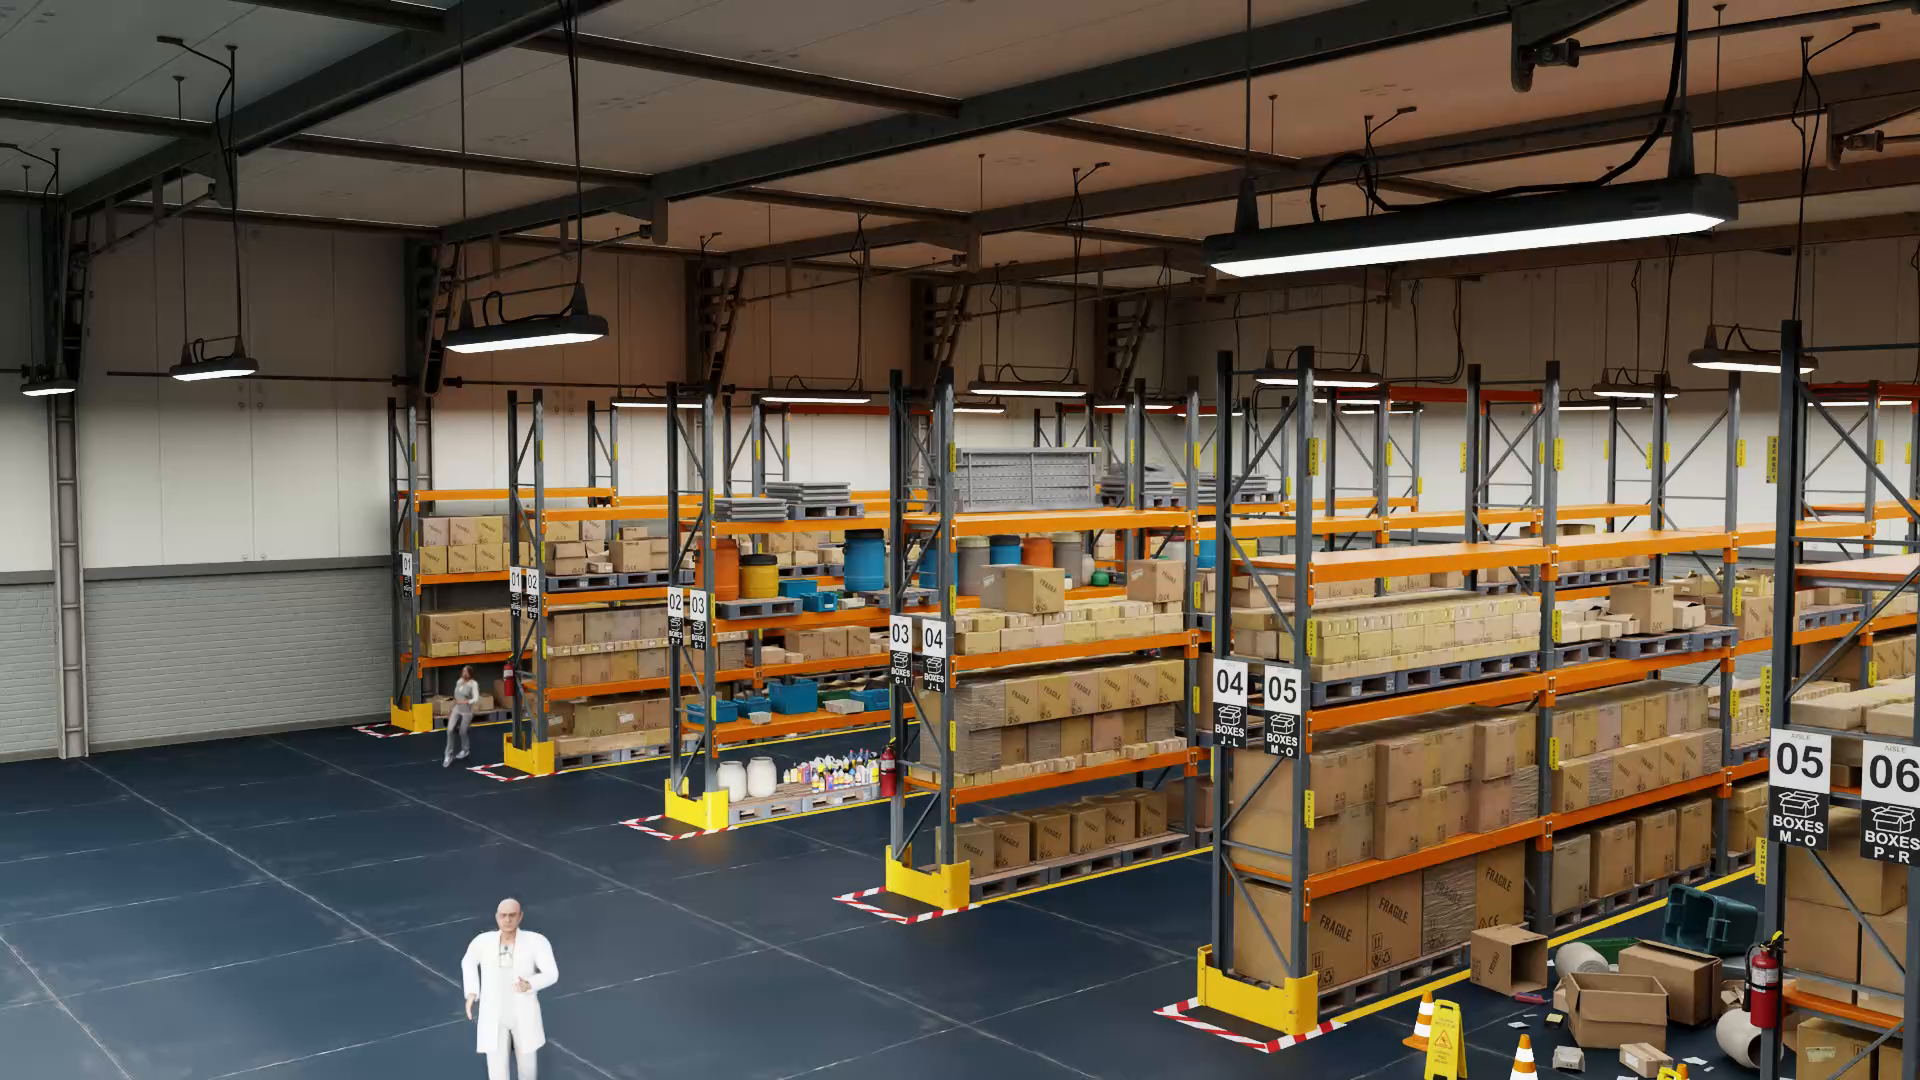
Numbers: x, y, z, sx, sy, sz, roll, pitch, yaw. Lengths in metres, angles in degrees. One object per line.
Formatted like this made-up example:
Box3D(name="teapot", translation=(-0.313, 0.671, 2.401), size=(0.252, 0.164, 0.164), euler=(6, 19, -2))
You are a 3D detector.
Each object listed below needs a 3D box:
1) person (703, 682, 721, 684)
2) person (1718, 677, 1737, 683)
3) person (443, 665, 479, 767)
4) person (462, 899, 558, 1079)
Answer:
Box3D(name="person", translation=(-4.559, 2.505, 30.485), size=(0.853, 1.823, 0.654), euler=(-3, 4, -42))
Box3D(name="person", translation=(11.375, 2.856, 24.548), size=(0.755, 1.726, 0.678), euler=(-2, 4, -32))
Box3D(name="person", translation=(-7.980, 2.818, 26.733), size=(0.538, 1.556, 0.756), euler=(1, 3, 10))
Box3D(name="person", translation=(-3.349, 3.547, 12.367), size=(0.713, 1.743, 1.035), euler=(-1, 3, -12))
